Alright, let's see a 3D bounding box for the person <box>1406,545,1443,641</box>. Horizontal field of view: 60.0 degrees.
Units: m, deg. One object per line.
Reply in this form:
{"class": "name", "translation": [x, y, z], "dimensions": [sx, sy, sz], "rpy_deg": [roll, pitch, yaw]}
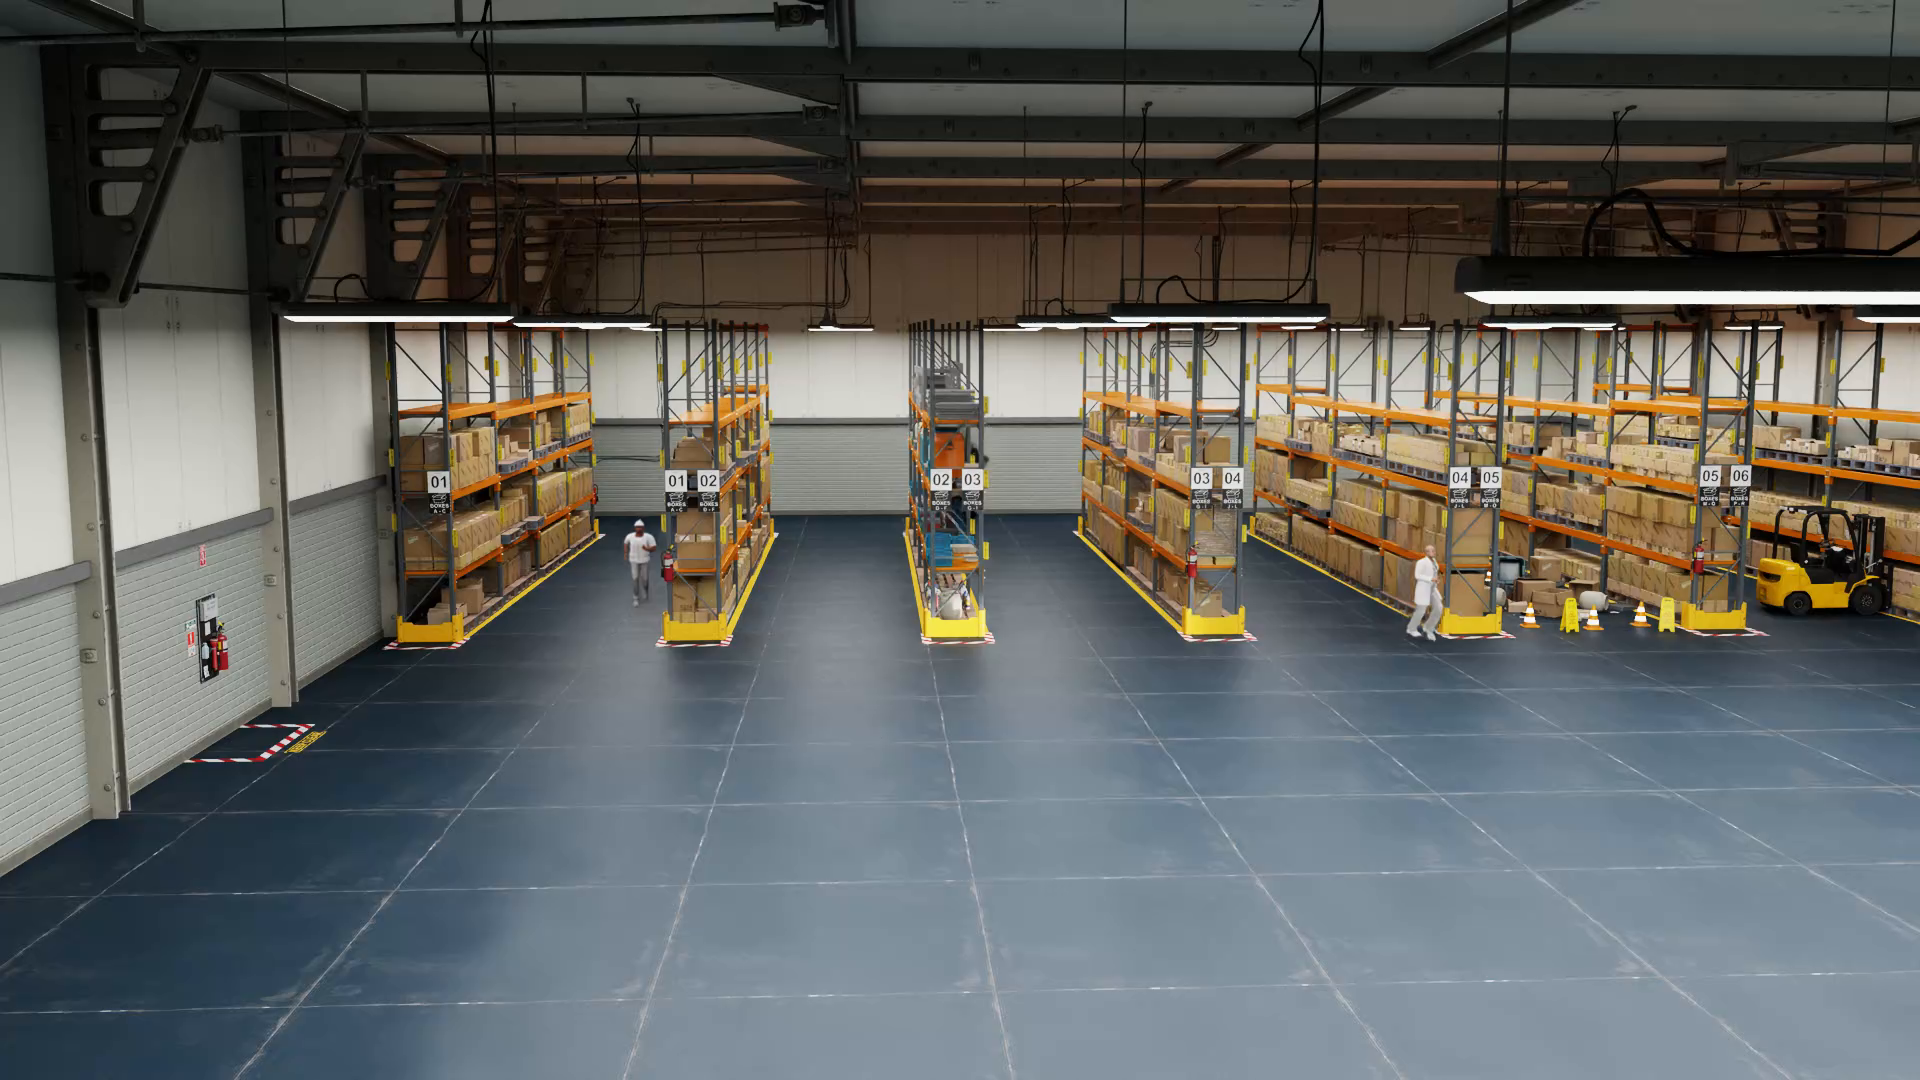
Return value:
{"class": "person", "translation": [8.779, 1.000, 31.246], "dimensions": [0.723, 1.829, 0.824], "rpy_deg": [-5, 9, -34]}

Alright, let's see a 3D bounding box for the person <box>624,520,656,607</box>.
{"class": "person", "translation": [-6.791, 0.446, 35.276], "dimensions": [0.694, 1.731, 0.942], "rpy_deg": [-1, 7, -7]}
